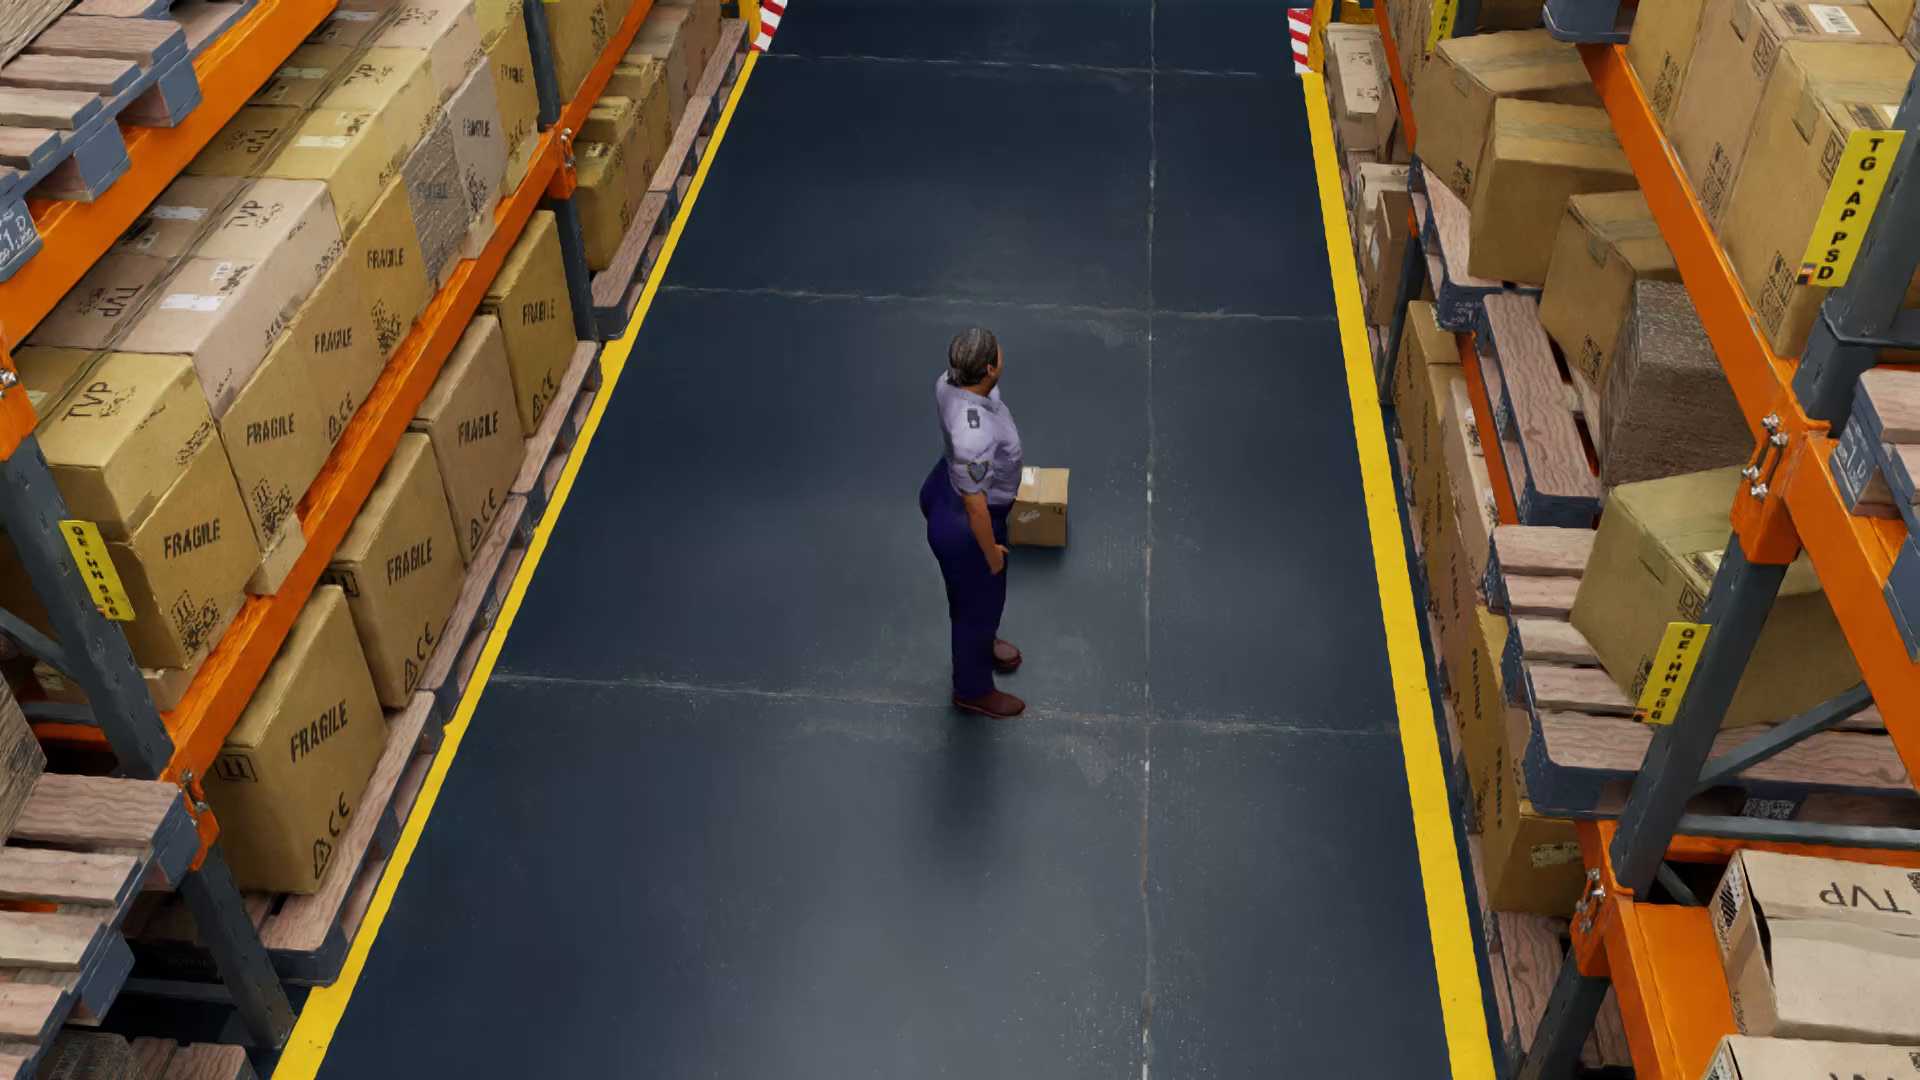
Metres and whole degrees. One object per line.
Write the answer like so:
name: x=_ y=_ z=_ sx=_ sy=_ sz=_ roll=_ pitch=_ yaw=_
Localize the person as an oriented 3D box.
person: x=0.061 y=-0.075 z=6.254 sx=0.399 sy=1.684 sz=0.515 roll=-6 pitch=41 yaw=-7
